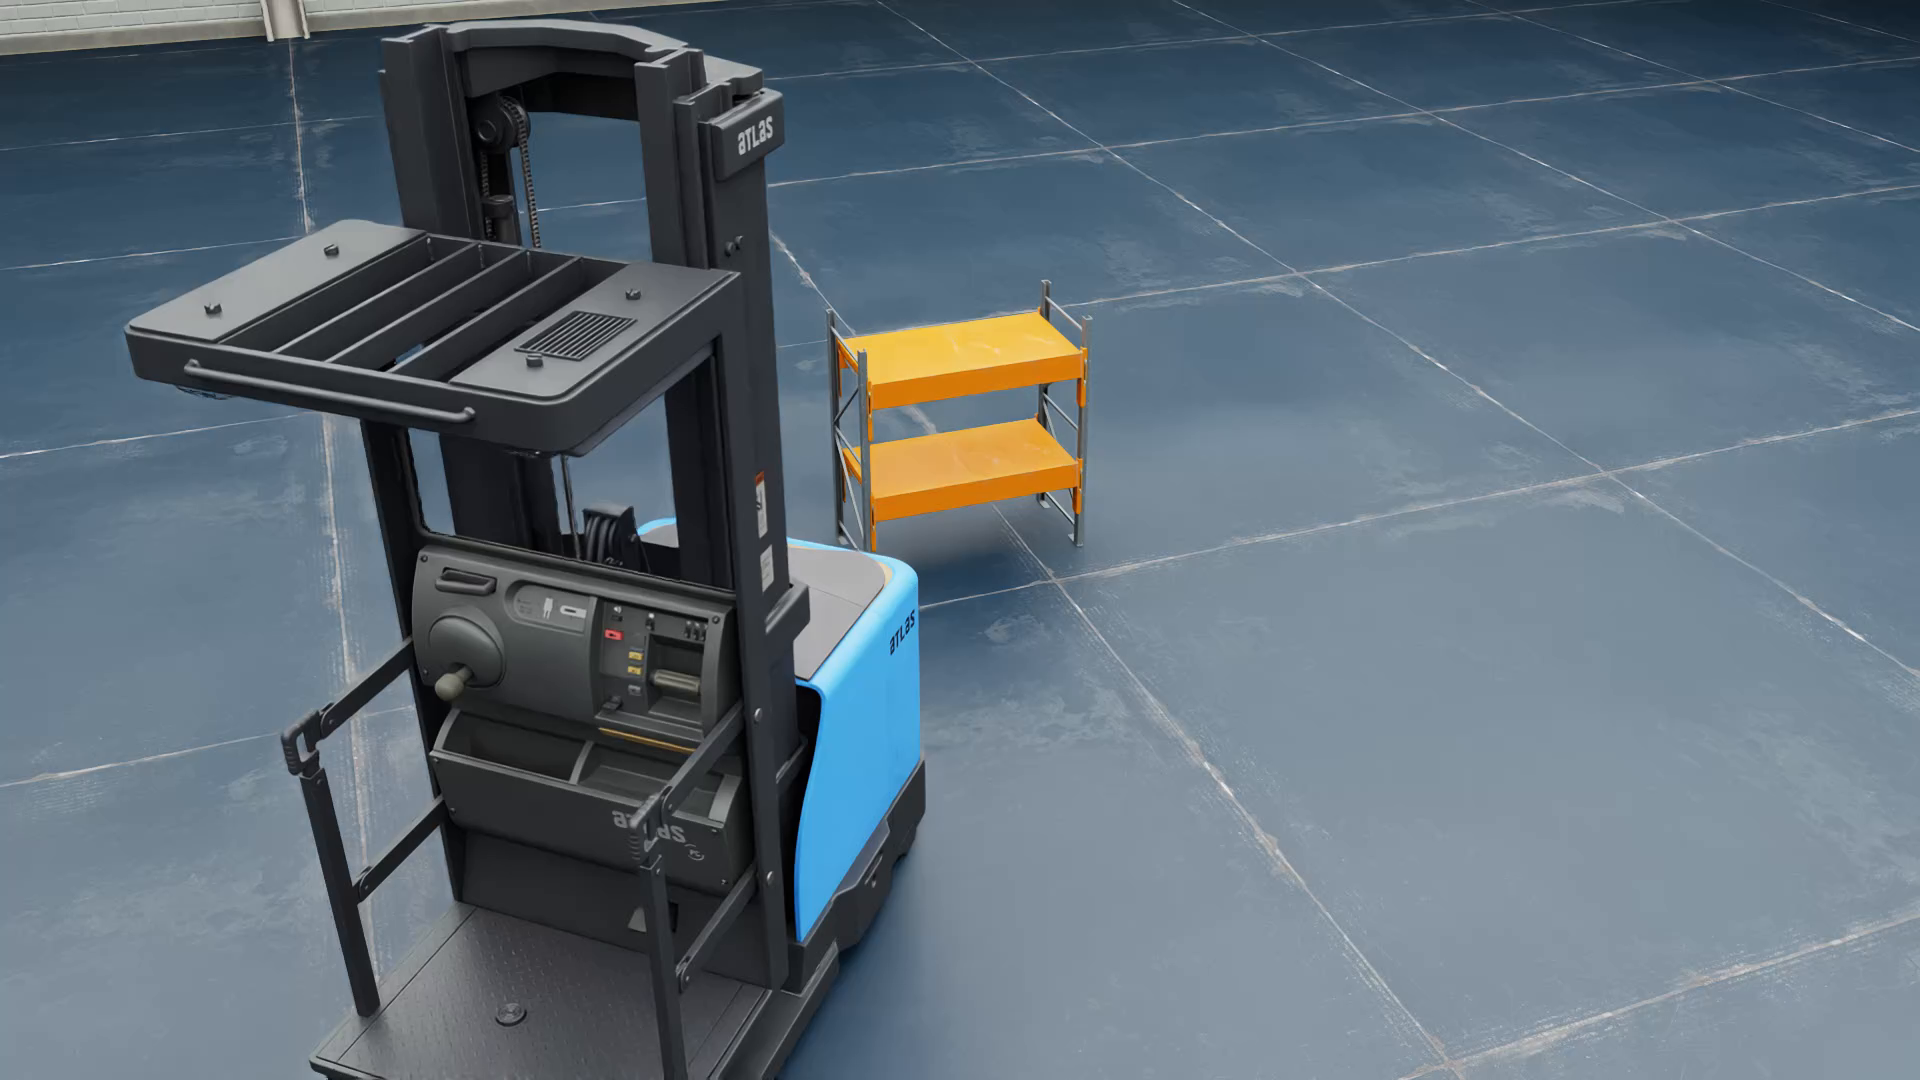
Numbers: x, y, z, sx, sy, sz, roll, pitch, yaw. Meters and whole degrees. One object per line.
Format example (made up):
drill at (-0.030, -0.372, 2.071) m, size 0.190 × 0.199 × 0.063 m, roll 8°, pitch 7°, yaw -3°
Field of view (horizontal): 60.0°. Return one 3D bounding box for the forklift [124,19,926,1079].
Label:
forklift at (-1.113, 0.328, 4.213) m, size 1.130 × 2.935 × 3.031 m, roll 10°, pitch 31°, yaw 18°

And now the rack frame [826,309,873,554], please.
rack frame at (-0.483, -0.400, 7.315) m, size 0.032 × 1.125 × 0.500 m, roll -10°, pitch 31°, yaw -18°

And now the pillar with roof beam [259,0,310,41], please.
pillar with roof beam at (-5.180, -6.928, 10.819) m, size 0.400 × 9.000 × 9.100 m, roll -10°, pitch 31°, yaw -18°

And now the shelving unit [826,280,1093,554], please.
shelving unit at (-0.006, -0.488, 7.469) m, size 1.048 × 1.125 × 0.538 m, roll -10°, pitch 31°, yaw -18°

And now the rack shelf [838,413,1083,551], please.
rack shelf at (-0.006, -0.275, 7.591) m, size 1.000 × 0.278 × 0.538 m, roll -10°, pitch 31°, yaw -18°

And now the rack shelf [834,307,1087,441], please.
rack shelf at (-0.006, -0.742, 7.325) m, size 1.000 × 0.278 × 0.538 m, roll -10°, pitch 31°, yaw -18°

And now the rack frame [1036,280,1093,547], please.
rack frame at (0.470, -0.575, 7.624) m, size 0.032 × 1.125 × 0.500 m, roll -10°, pitch 31°, yaw -18°
